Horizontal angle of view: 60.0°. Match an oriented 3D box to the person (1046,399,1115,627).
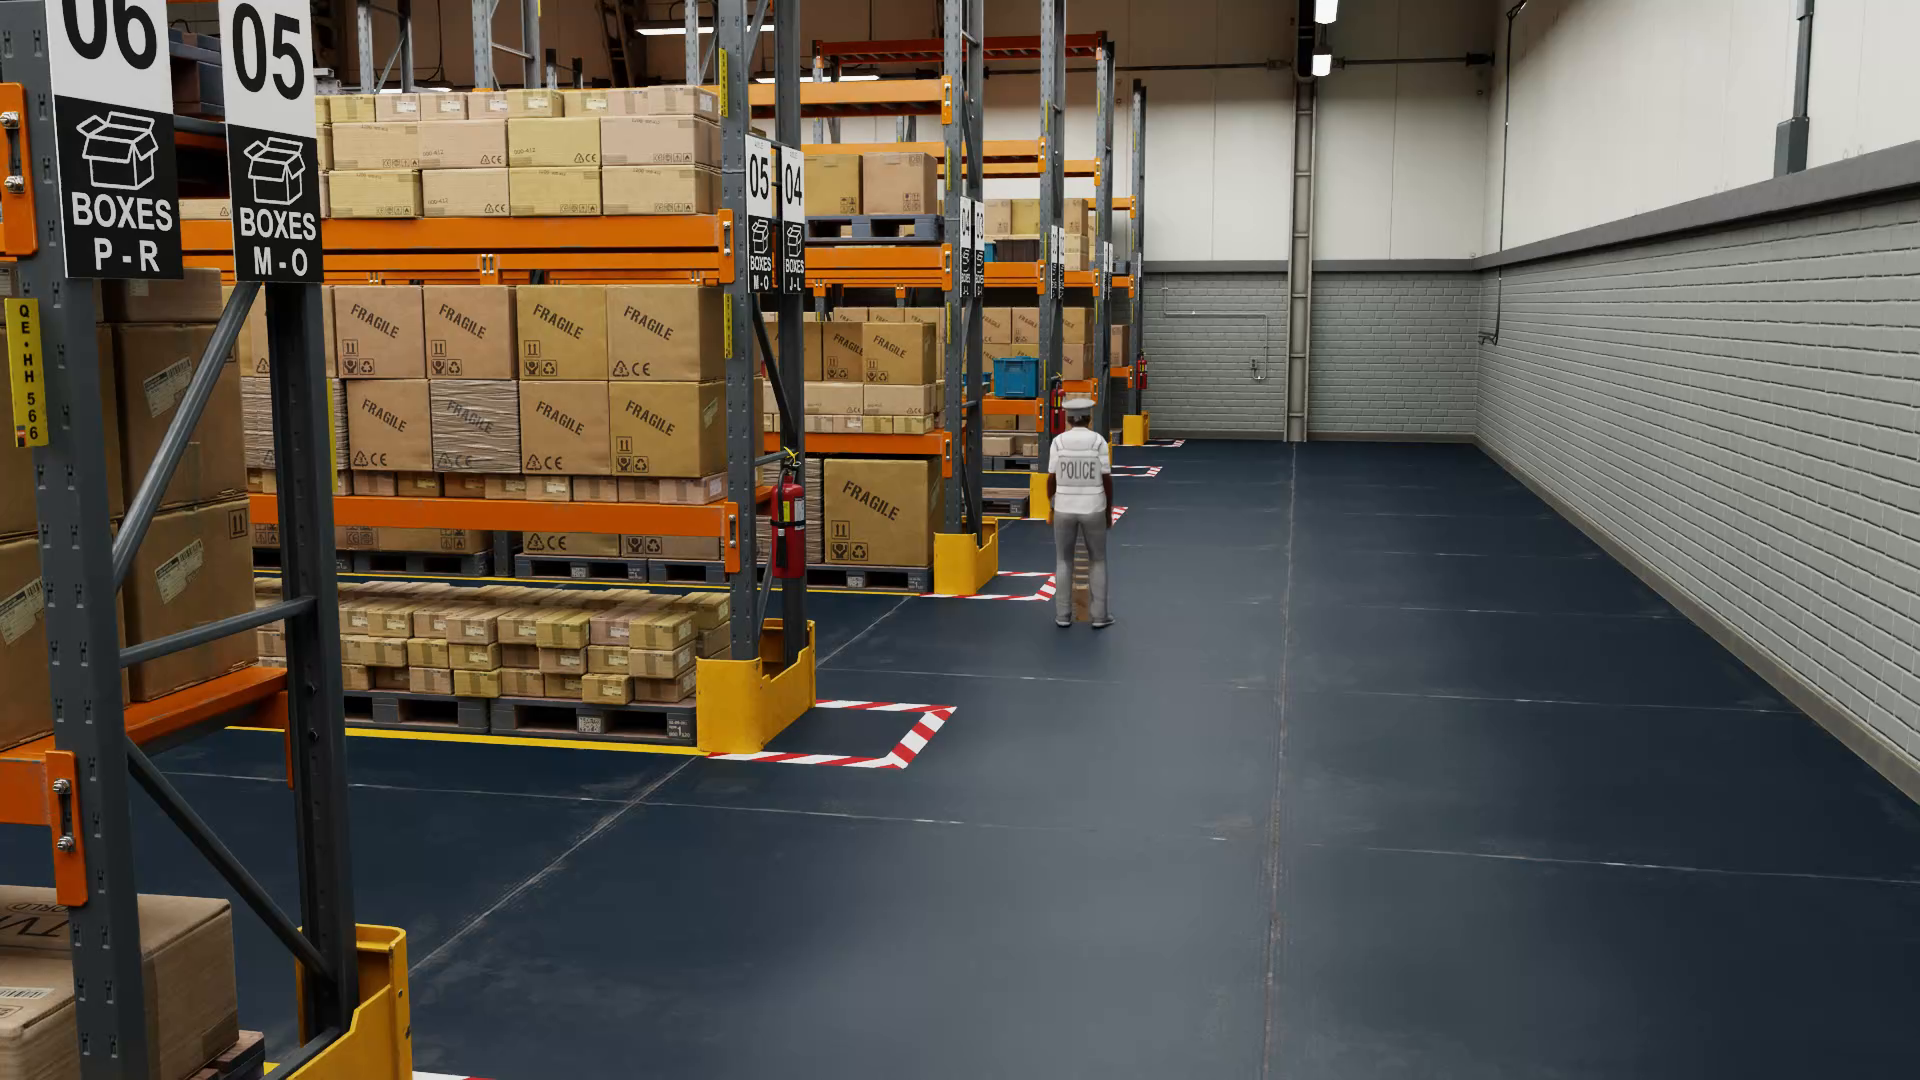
[{"bbox_3d":[0.886,-0.192,12.177,0.507,1.658,0.390,1,8,9],"label":"person"}]
